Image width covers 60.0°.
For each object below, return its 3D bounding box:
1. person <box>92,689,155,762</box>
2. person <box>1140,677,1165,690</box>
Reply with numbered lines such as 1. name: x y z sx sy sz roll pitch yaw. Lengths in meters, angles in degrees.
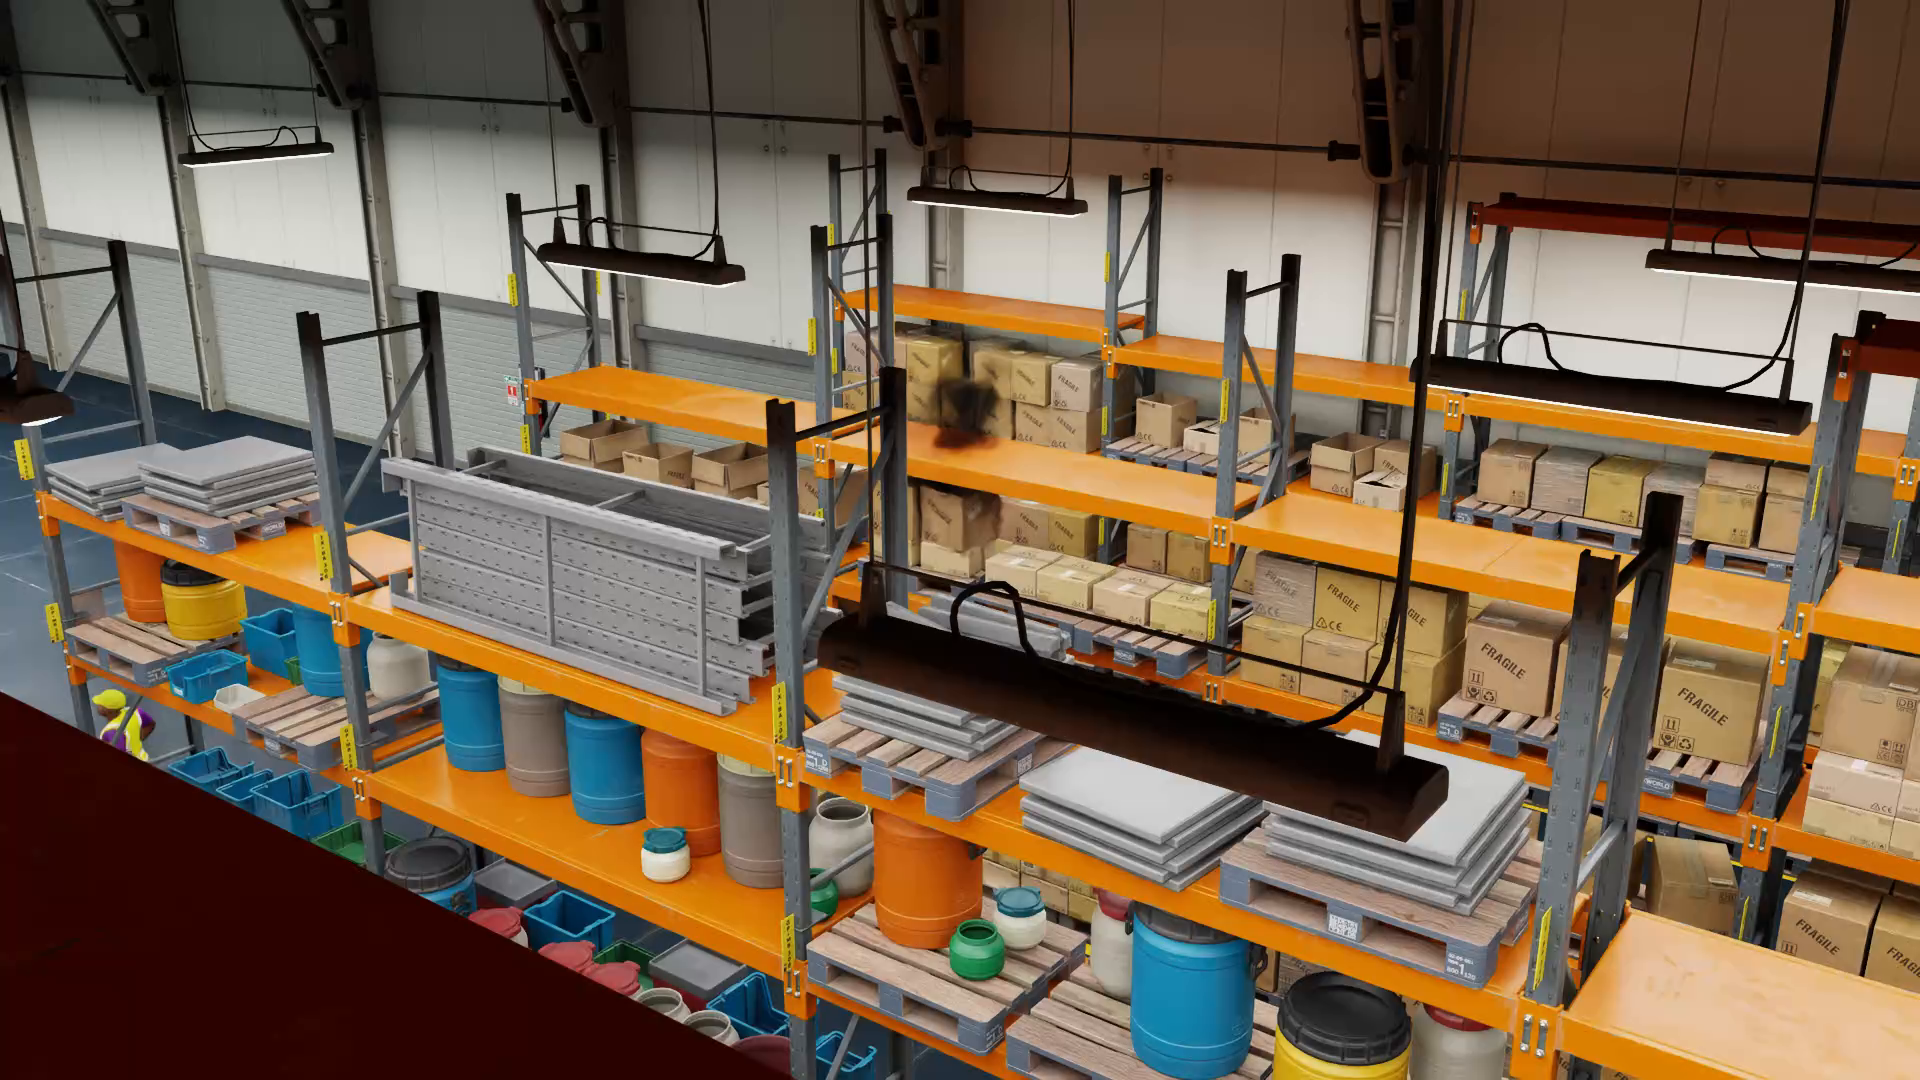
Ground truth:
1. person: -7.963 2.194 15.852 0.519 1.711 0.710 -3 19 -8
2. person: 1.833 1.993 16.482 0.578 1.618 0.560 10 21 28
